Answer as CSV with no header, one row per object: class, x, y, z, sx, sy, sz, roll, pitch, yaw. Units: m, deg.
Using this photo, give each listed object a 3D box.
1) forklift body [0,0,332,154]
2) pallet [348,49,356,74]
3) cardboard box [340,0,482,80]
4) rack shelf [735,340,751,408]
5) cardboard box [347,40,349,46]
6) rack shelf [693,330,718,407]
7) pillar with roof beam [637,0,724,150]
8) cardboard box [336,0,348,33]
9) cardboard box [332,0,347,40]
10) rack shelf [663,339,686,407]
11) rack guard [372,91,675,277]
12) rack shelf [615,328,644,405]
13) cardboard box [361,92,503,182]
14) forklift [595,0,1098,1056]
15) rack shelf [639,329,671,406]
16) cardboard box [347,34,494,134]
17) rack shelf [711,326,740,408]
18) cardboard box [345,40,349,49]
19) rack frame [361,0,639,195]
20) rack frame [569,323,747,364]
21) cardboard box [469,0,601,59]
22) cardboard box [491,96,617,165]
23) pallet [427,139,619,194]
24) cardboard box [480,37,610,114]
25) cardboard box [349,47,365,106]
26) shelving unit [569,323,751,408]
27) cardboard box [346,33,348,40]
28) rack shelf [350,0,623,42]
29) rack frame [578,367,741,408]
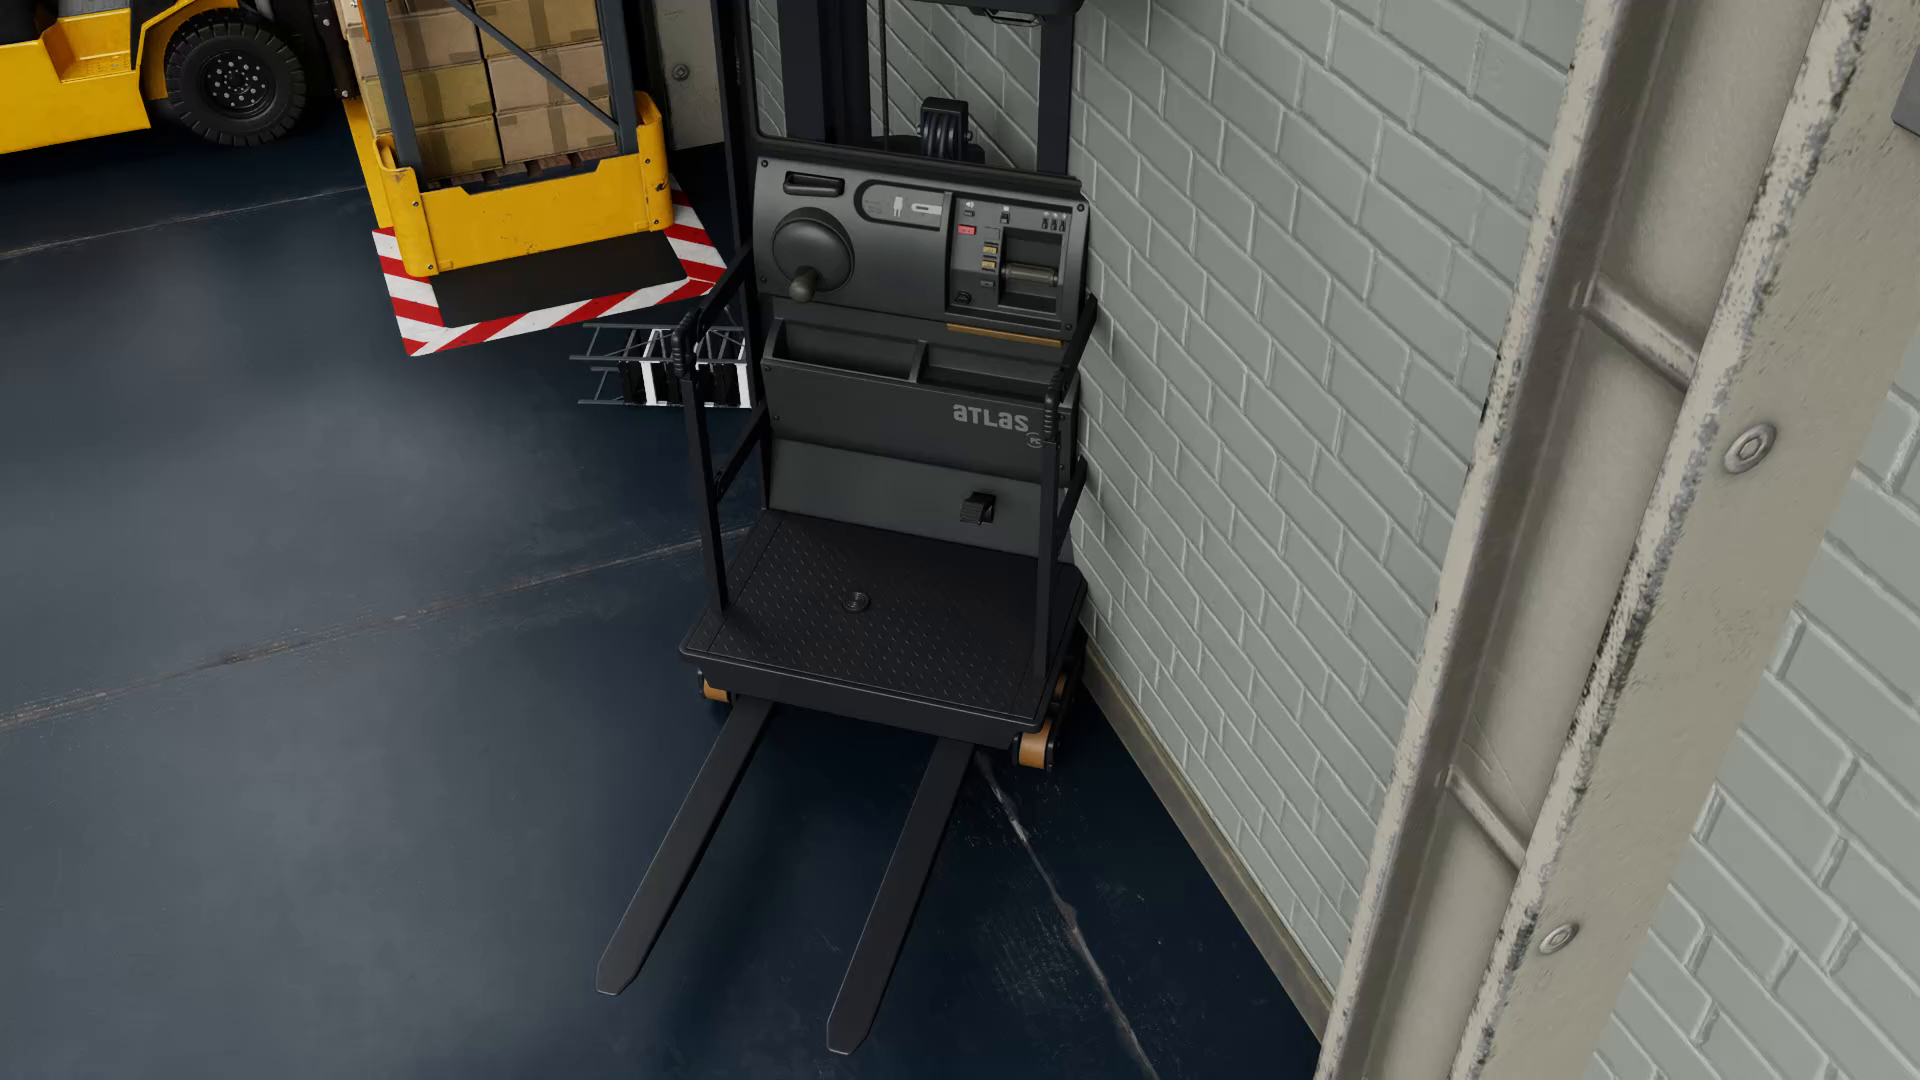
forklift body,-4.276,-2.866,7.434,2.313,2.155,1.214,-15,43,-17
pallet,-2.659,-2.628,8.644,1.003,0.211,1.213,-15,43,-17
cardboard box,-2.329,-2.196,7.023,0.500,0.250,0.500,-14,43,-15
rack shelf,-0.791,-0.658,6.345,0.077,0.200,0.258,2,41,3
cardboard box,-2.701,-2.427,8.059,0.500,0.250,0.500,-15,43,-16
rack shelf,-0.971,-0.664,6.354,0.077,0.200,0.258,2,41,3
pillar with roof beam,-5.276,-4.346,3.902,9.100,9.000,0.400,-15,43,-17
cardboard box,-2.530,-2.503,7.379,0.500,0.250,0.500,-14,43,-16
cardboard box,-2.738,-2.633,7.915,0.500,0.250,0.500,-16,43,-18
rack shelf,-1.061,-0.666,6.359,0.077,0.200,0.258,2,41,3
rack guard,-1.855,-1.539,7.156,1.175,0.500,0.348,-15,43,-17
rack shelf,-1.241,-0.672,6.368,0.077,0.200,0.258,2,41,3
cardboard box,-2.336,-1.822,7.355,0.500,0.250,0.500,-15,43,-17
forklift,-0.171,-0.719,4.338,1.130,2.935,3.031,10,42,12
rack shelf,-1.151,-0.669,6.363,0.077,0.200,0.258,2,41,3
cardboard box,-2.340,-2.022,7.205,0.500,0.250,0.500,-16,43,-17
rack shelf,-0.881,-0.661,6.350,0.077,0.200,0.258,2,41,3
cardboard box,-2.920,-2.735,8.416,0.500,0.250,0.500,-14,43,-16
rack frame,-1.864,-2.501,6.358,1.000,3.000,0.127,-15,43,-17
rack frame,-1.005,-0.742,6.290,0.900,0.006,0.240,2,41,3
cardboard box,-1.873,-2.334,7.183,0.500,0.250,0.500,-16,43,-18
cardboard box,-1.872,-1.962,7.518,0.500,0.250,0.500,-15,43,-17
pallet,-2.196,-1.894,7.790,1.003,0.211,1.213,-15,43,-17
cardboard box,-1.852,-2.142,7.344,0.500,0.250,0.500,-14,43,-16
cardboard box,-2.518,-2.124,7.706,0.500,0.250,0.500,-15,43,-17
shelving unit,-1.004,-0.665,6.356,0.900,0.210,0.258,2,41,3
cardboard box,-2.521,-2.327,7.559,0.500,0.250,0.500,-16,43,-17
rack shelf,-2.630,-3.433,7.993,1.077,0.370,4.000,-15,43,-17
rack frame,-1.004,-0.588,6.422,0.900,0.006,0.240,2,41,3
